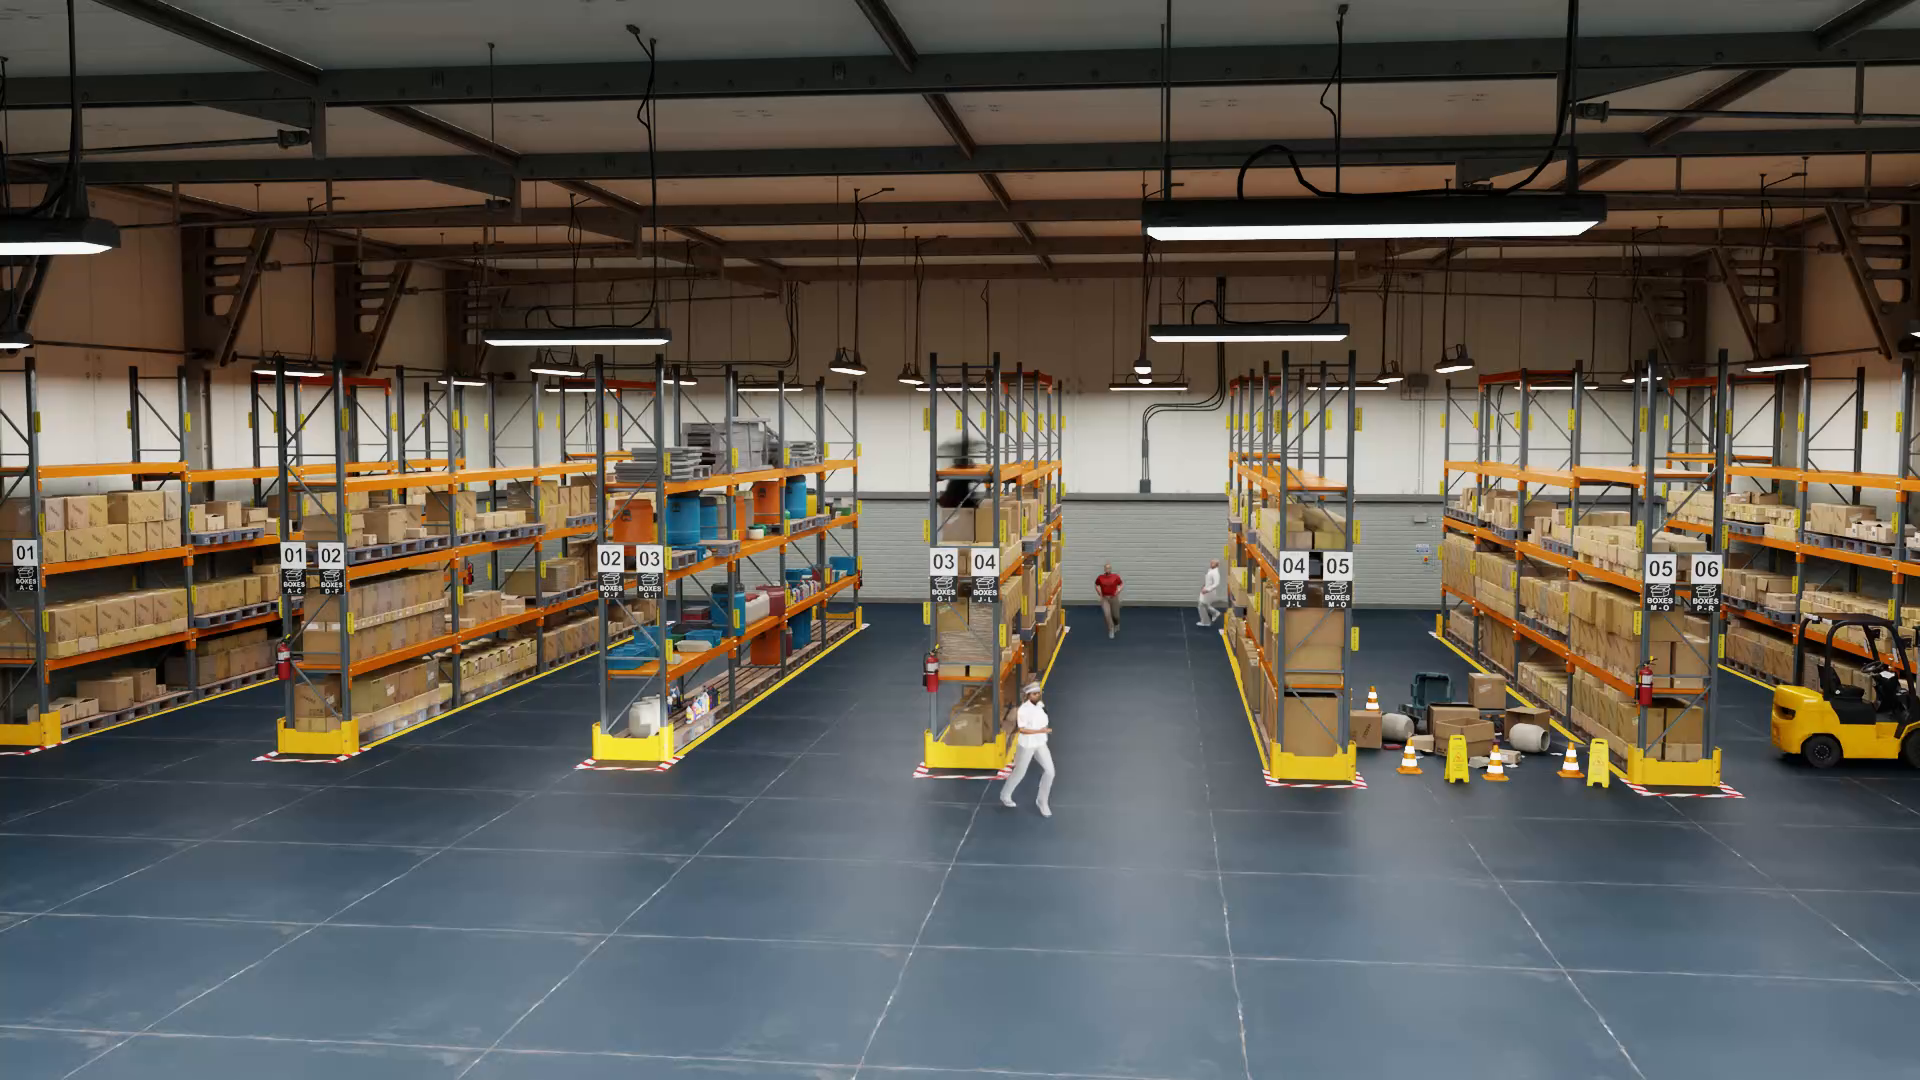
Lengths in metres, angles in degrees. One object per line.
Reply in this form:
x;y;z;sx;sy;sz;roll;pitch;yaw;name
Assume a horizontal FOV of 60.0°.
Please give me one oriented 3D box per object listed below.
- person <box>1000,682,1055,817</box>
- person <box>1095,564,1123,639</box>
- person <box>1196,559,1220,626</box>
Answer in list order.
0.911;2.657;21.296;0.583;1.740;0.882;-3;5;-38;person
3.483;1.416;38.894;0.674;1.722;0.796;0;4;5;person
6.066;1.382;40.617;0.593;1.483;0.766;1;4;9;person
